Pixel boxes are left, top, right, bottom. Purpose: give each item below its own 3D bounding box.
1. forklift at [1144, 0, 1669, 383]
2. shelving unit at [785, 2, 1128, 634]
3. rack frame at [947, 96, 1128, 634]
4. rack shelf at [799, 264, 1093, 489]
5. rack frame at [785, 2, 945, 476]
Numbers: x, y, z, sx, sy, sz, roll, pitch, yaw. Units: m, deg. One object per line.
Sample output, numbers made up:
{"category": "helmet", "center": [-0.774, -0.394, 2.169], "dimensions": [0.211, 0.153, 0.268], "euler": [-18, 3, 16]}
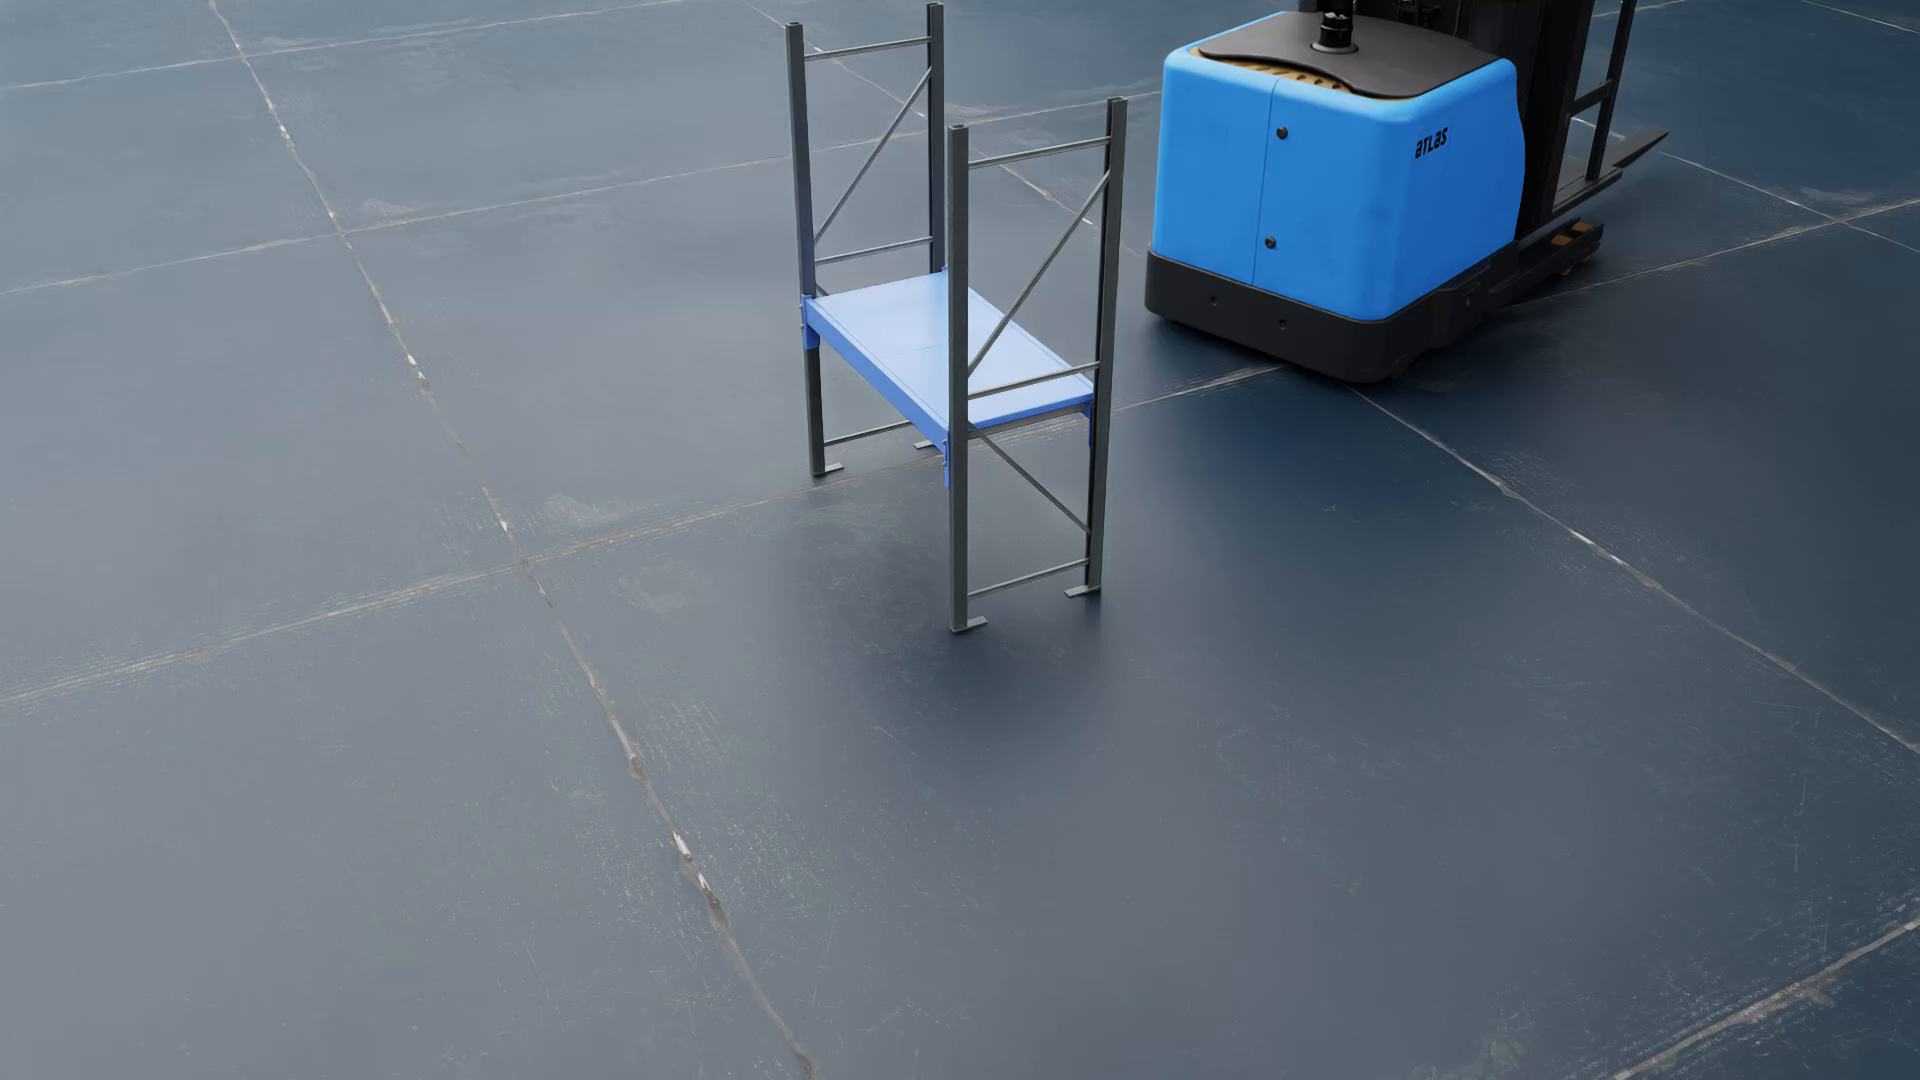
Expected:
{"category": "forklift", "center": [2.091, -2.509, 6.449], "dimensions": [1.130, 2.935, 3.031], "euler": [26, 41, 35]}
{"category": "shelving unit", "center": [-0.040, -0.672, 4.909], "dimensions": [0.538, 1.500, 1.048], "euler": [-16, 36, -23]}
{"category": "rack frame", "center": [0.197, -0.430, 4.530], "dimensions": [0.500, 1.500, 0.032], "euler": [-16, 36, -23]}
{"category": "rack shelf", "center": [-0.040, -0.521, 5.006], "dimensions": [0.538, 0.185, 1.000], "euler": [-16, 36, -23]}
{"category": "rack frame", "center": [-0.277, -0.915, 5.288], "dimensions": [0.500, 1.500, 0.032], "euler": [-16, 36, -23]}
